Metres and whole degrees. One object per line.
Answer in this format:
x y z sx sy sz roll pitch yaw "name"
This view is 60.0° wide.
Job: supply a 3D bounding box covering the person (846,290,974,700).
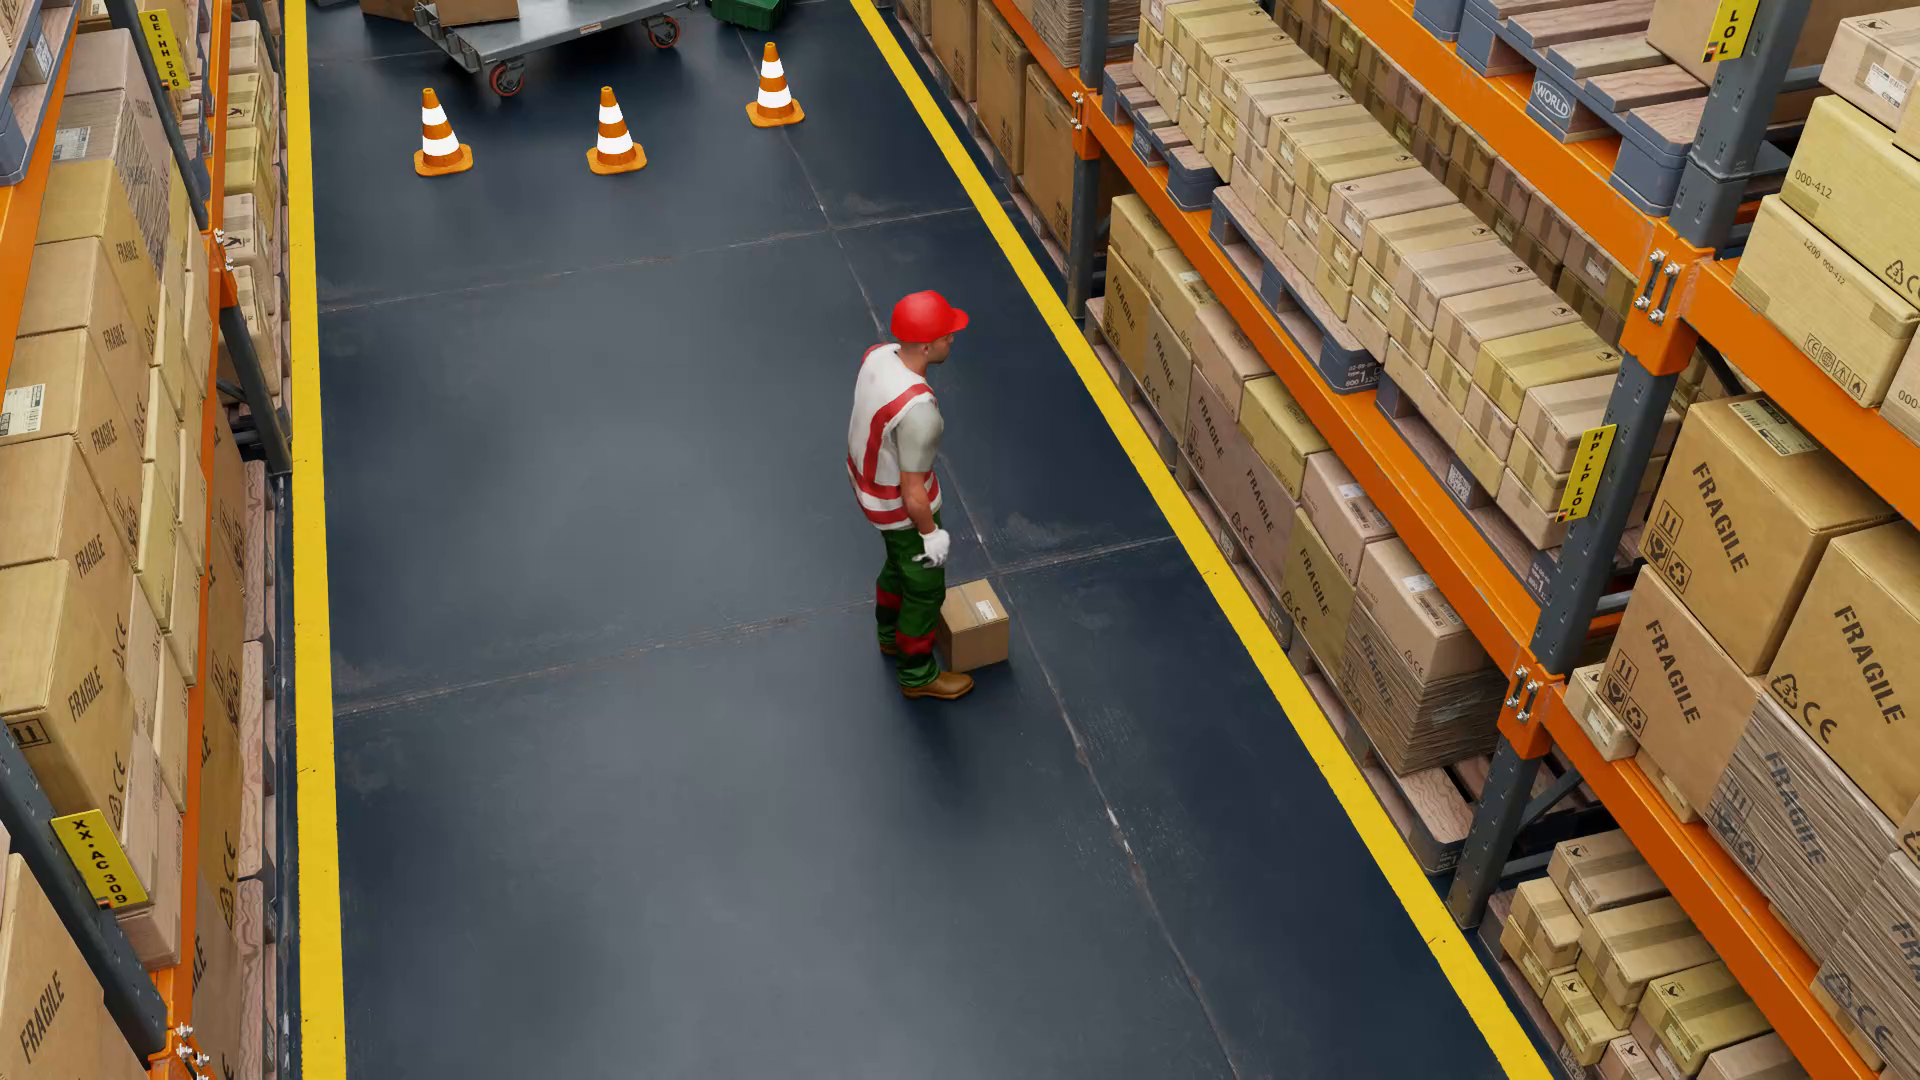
-0.180 -0.160 6.328 0.453 1.778 0.605 -12 43 -13 "person"
